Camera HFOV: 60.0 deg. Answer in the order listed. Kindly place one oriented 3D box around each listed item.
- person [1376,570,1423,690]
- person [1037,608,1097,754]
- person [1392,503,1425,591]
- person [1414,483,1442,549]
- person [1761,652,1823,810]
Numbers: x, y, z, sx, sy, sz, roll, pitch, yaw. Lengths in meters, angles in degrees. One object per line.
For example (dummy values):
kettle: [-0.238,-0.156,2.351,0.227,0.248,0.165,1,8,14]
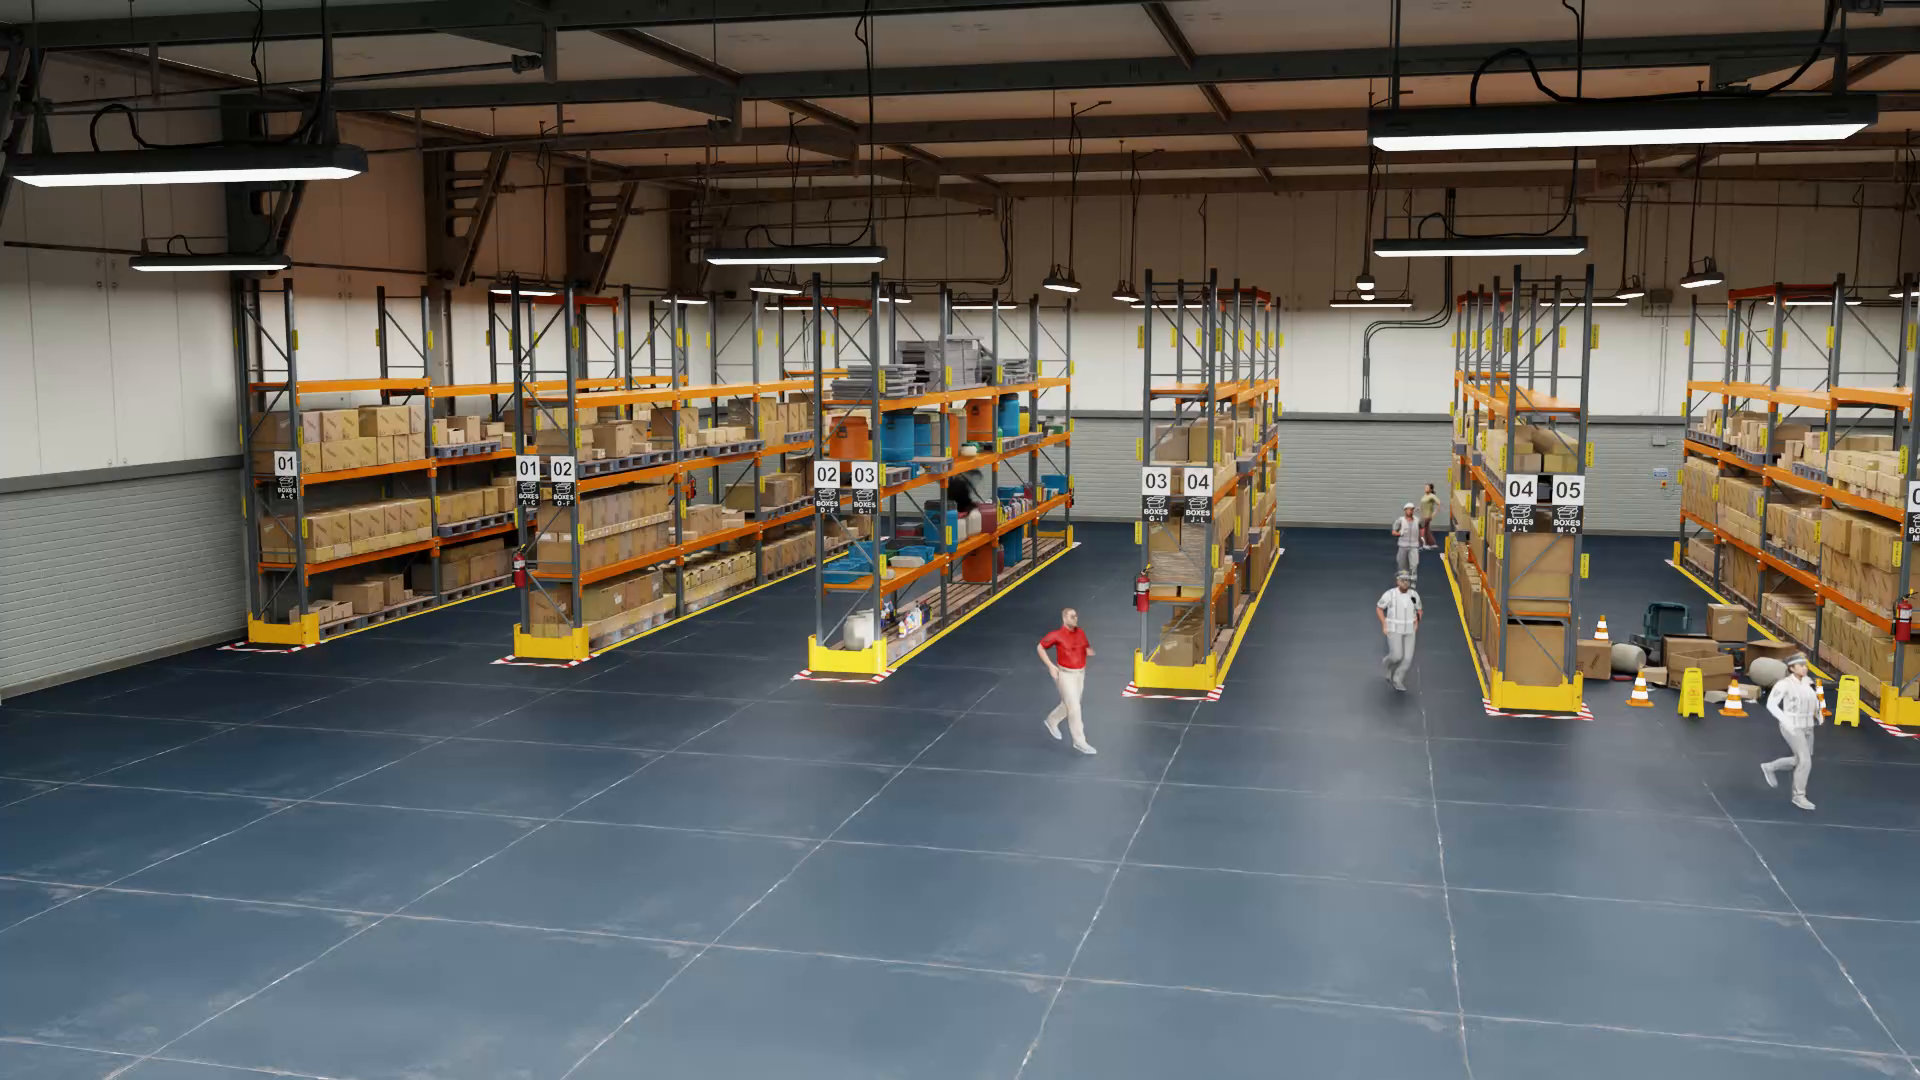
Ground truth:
person: [6.338,1.289,23.879,0.649,1.734,0.590,0,7,-4]
person: [1.345,1.687,20.388,0.662,1.719,0.986,-7,9,-44]
person: [8.870,0.149,32.903,0.664,1.776,0.978,1,7,8]
person: [11.054,-0.522,39.330,0.693,1.676,0.643,-1,7,-6]
person: [9.039,2.032,18.044,0.613,1.682,0.662,-3,8,-24]
